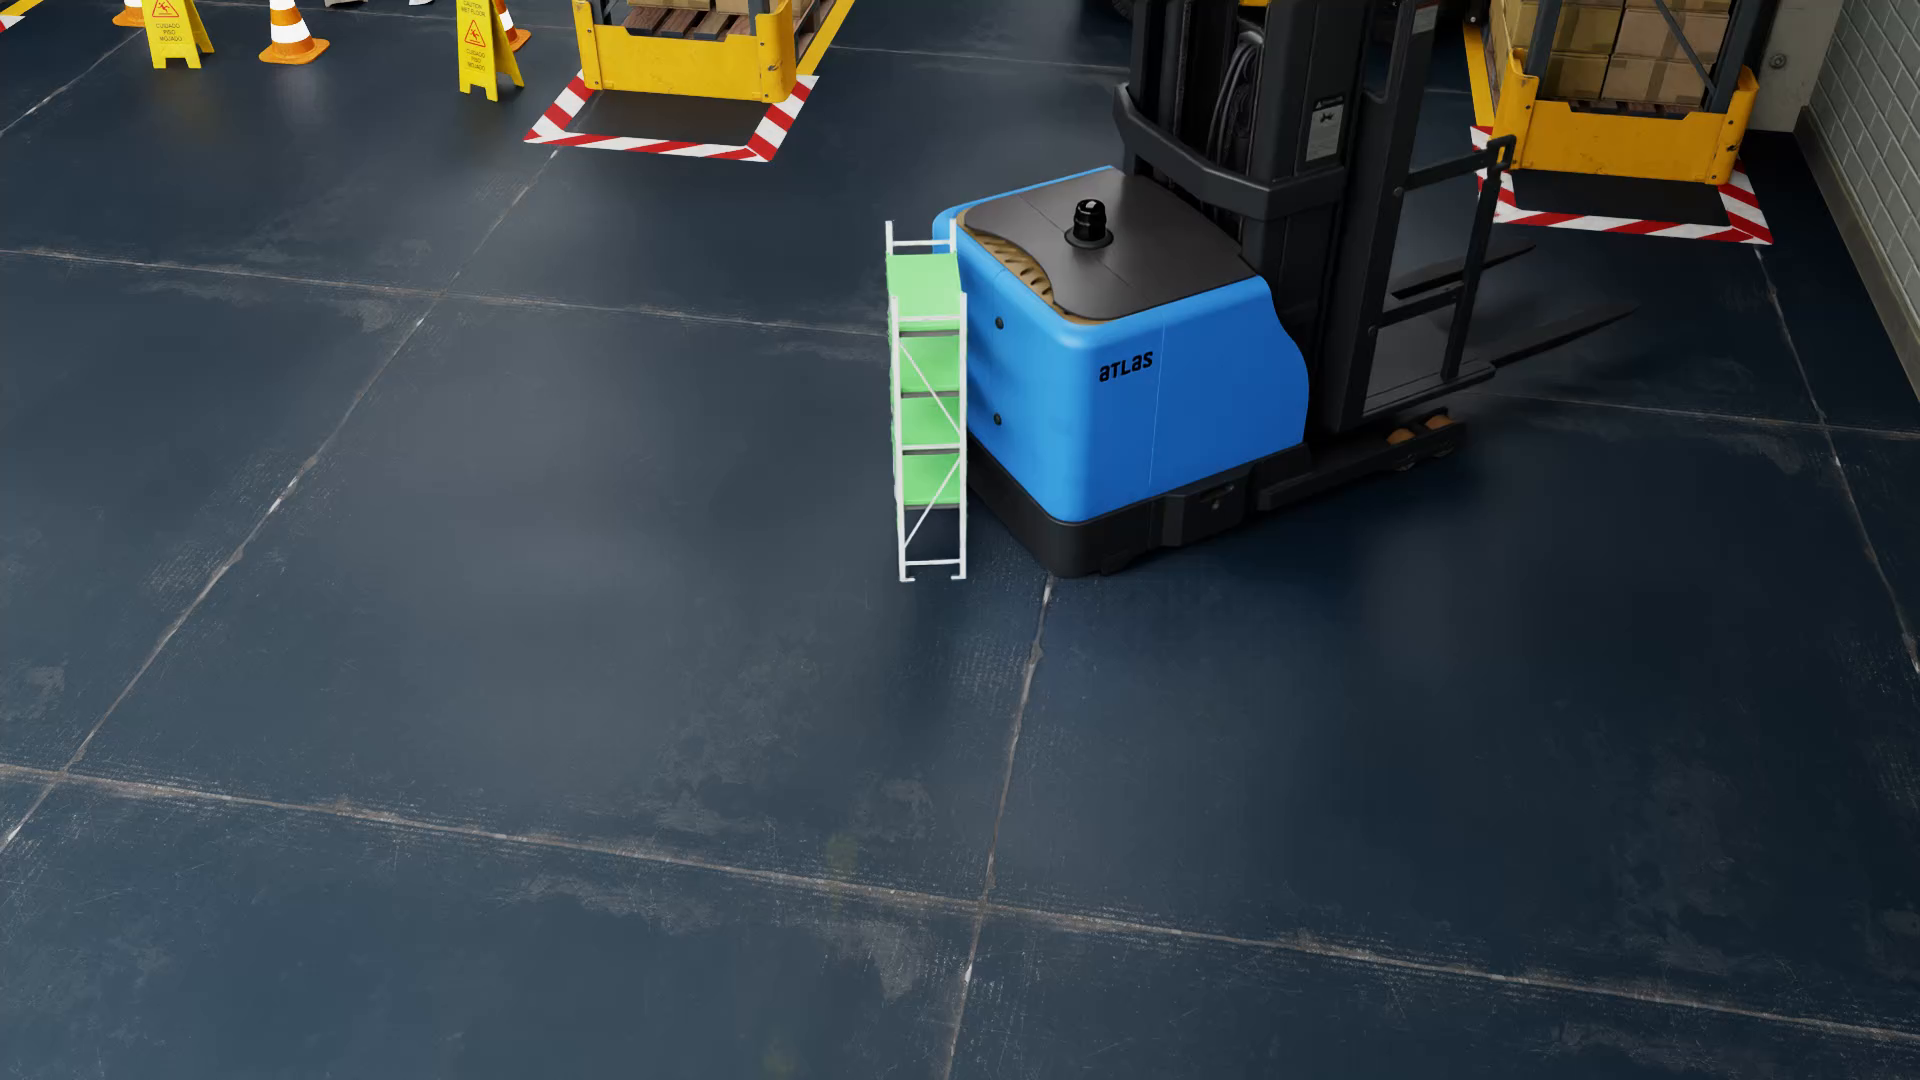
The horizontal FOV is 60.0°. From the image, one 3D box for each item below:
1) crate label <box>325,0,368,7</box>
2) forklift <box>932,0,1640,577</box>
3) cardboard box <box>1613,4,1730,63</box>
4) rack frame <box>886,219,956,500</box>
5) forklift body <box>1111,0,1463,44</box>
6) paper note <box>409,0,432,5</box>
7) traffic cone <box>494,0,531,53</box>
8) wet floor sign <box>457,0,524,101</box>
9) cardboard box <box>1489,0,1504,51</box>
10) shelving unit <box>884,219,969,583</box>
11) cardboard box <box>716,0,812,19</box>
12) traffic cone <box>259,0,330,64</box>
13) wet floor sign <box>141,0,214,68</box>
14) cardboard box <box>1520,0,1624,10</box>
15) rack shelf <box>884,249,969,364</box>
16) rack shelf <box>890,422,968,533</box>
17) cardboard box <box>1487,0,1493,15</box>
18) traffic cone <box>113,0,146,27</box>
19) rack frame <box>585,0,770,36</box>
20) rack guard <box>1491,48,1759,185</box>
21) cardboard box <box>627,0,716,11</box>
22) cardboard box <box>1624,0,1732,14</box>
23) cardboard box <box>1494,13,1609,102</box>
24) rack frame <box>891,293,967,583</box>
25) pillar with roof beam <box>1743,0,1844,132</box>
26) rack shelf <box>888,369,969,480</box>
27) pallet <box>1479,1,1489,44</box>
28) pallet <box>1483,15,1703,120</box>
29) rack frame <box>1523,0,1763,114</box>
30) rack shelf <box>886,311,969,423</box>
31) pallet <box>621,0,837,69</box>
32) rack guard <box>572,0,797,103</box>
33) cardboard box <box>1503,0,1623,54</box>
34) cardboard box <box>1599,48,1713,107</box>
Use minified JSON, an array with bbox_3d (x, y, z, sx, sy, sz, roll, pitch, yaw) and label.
[{"bbox_3d":[-3.801,-3.399,10.254,0.250,0.136,0.298,-13,41,-15],"label":"crate label"},{"bbox_3d":[1.425,-1.678,5.979,3.031,2.935,1.130,-20,43,-22],"label":"forklift"},{"bbox_3d":[3.648,-2.703,8.601,0.500,0.250,0.500,7,40,8],"label":"cardboard box"},{"bbox_3d":[-0.134,-0.628,6.068,0.240,1.200,0.015,-3,40,-3],"label":"rack frame"},{"bbox_3d":[1.893,-4.200,9.642,2.313,2.155,1.214,6,40,8],"label":"forklift body"},{"bbox_3d":[-3.325,-3.349,10.277,0.148,0.019,0.142,-6,40,-8],"label":"paper note"},{"bbox_3d":[-2.724,-3.115,9.655,0.336,0.463,0.334,6,40,8],"label":"traffic cone"},{"bbox_3d":[-2.615,-2.772,9.097,0.267,0.644,0.232,20,44,23],"label":"wet floor sign"},{"bbox_3d":[3.227,-2.879,9.206,0.500,0.250,0.500,6,40,8],"label":"cardboard box"},{"bbox_3d":[-0.116,-0.473,5.880,0.258,1.200,0.503,-3,40,-3],"label":"shelving unit"},{"bbox_3d":[-1.116,-3.259,9.666,0.500,0.250,0.500,6,40,7],"label":"cardboard box"},{"bbox_3d":[-3.876,-3.024,9.545,0.336,0.463,0.334,6,40,8],"label":"traffic cone"},{"bbox_3d":[-4.475,-3.019,9.396,0.267,0.644,0.232,0,40,0],"label":"wet floor sign"},{"bbox_3d":[3.134,-2.947,8.504,0.500,0.250,0.500,8,40,9],"label":"cardboard box"},{"bbox_3d":[-0.116,-0.793,5.615,0.258,0.148,0.480,-3,40,-3],"label":"rack shelf"},{"bbox_3d":[-0.116,-0.239,6.074,0.258,0.148,0.480,-3,40,-3],"label":"rack shelf"},{"bbox_3d":[3.323,-3.192,9.585,0.500,0.250,0.500,7,40,8],"label":"cardboard box"},{"bbox_3d":[-4.930,-3.362,9.954,0.336,0.463,0.334,6,40,8],"label":"traffic cone"},{"bbox_3d":[-1.528,-3.681,8.348,1.000,3.000,0.127,6,40,8],"label":"rack frame"},{"bbox_3d":[3.358,-2.157,8.467,1.175,0.500,0.348,6,40,8],"label":"rack guard"},{"bbox_3d":[-1.649,-3.335,9.758,0.500,0.250,0.500,6,40,7],"label":"cardboard box"},{"bbox_3d":[3.631,-2.904,8.452,0.500,0.250,0.500,6,40,7],"label":"cardboard box"},{"bbox_3d":[3.132,-2.568,8.830,0.500,0.250,0.500,7,40,8],"label":"cardboard box"},{"bbox_3d":[-0.099,-0.318,5.693,0.240,1.200,0.015,-3,40,-3],"label":"rack frame"},{"bbox_3d":[0.130,-6.260,6.760,9.100,9.000,0.400,6,40,8],"label":"pillar with roof beam"},{"bbox_3d":[-0.116,-0.424,5.921,0.258,0.148,0.480,-3,40,-3],"label":"rack shelf"},{"bbox_3d":[3.666,-3.309,10.087,1.003,0.211,1.213,6,40,8],"label":"pallet"},{"bbox_3d":[3.453,-2.546,9.163,1.003,0.211,1.213,6,40,8],"label":"pallet"},{"bbox_3d":[3.362,-3.136,7.689,1.000,3.000,0.127,6,40,8],"label":"rack frame"},{"bbox_3d":[-0.116,-0.609,5.768,0.258,0.148,0.480,-3,40,-3],"label":"rack shelf"},{"bbox_3d":[-1.339,-3.160,9.906,1.003,0.211,1.213,6,40,8],"label":"pallet"},{"bbox_3d":[-1.515,-2.765,9.202,1.175,0.500,0.348,6,40,8],"label":"rack guard"},{"bbox_3d":[3.138,-2.771,8.683,0.500,0.250,0.500,6,40,7],"label":"cardboard box"},{"bbox_3d":[3.639,-2.525,8.778,0.500,0.250,0.500,7,40,8],"label":"cardboard box"}]
